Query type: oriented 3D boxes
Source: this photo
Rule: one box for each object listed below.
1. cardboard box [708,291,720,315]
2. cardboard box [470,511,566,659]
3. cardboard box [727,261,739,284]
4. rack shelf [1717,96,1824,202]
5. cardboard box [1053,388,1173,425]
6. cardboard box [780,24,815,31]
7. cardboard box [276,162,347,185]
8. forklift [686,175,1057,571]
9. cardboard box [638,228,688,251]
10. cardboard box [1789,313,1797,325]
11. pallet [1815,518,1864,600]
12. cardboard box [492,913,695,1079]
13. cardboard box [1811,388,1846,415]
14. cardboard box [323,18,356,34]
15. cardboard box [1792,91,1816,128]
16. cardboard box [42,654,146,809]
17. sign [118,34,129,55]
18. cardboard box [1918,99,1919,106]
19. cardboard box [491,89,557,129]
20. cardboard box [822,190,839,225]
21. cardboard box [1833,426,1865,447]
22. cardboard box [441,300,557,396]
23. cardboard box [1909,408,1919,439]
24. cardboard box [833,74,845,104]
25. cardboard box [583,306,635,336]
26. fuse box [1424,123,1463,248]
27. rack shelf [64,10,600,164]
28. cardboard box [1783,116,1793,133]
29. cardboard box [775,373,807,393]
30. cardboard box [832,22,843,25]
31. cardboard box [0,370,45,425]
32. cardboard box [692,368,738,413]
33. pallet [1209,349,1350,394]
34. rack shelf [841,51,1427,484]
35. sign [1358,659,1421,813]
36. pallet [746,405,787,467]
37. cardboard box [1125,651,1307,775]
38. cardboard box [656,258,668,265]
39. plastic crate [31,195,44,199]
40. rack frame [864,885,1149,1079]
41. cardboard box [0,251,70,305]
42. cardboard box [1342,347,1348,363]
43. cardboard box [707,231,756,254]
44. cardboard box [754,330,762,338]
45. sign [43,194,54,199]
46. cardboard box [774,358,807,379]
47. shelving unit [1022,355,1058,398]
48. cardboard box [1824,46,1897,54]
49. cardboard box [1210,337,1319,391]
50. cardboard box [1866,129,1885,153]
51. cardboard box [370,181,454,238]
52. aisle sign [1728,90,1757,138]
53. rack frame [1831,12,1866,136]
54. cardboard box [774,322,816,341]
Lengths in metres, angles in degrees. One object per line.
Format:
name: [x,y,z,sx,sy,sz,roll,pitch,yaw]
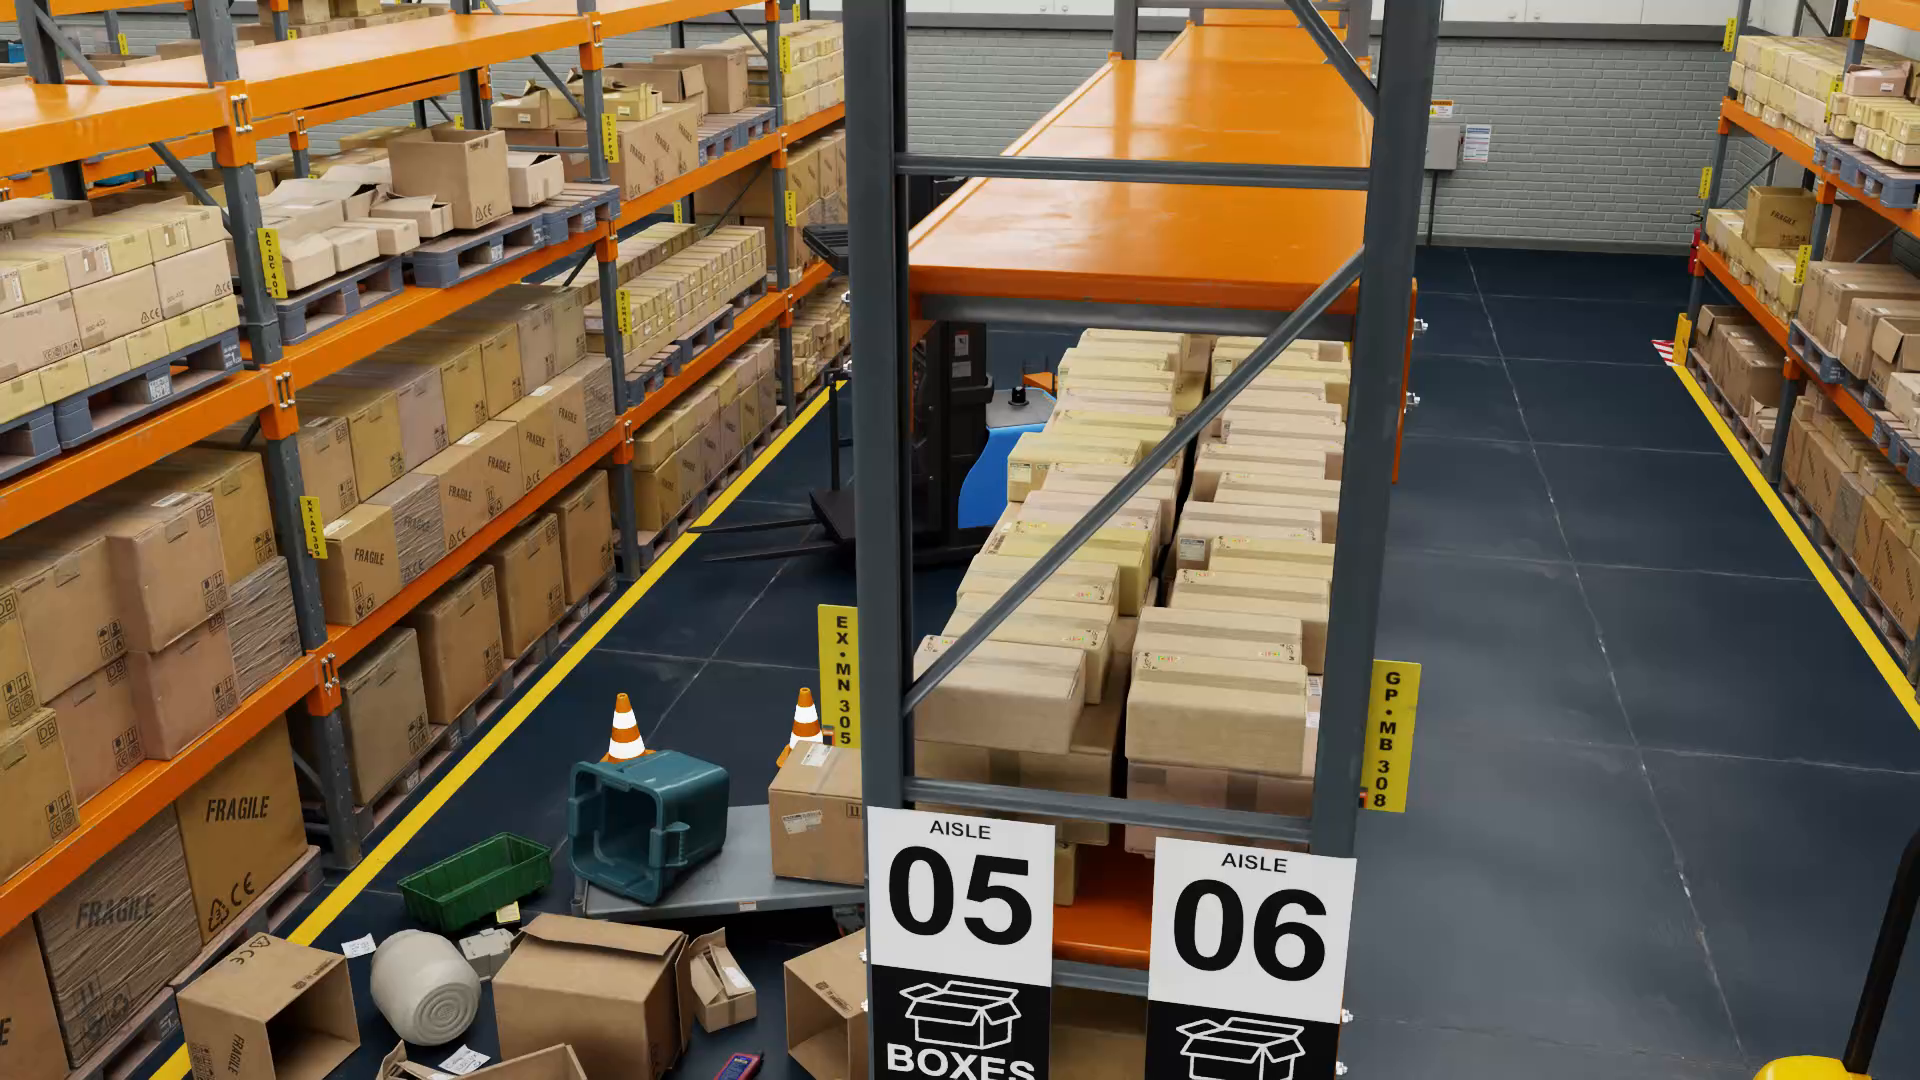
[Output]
cardboard box: [-2.271,-2.032,14.187,0.380,0.149,0.250,5,23,13]
cardboard box: [-3.324,0.257,11.180,1.050,0.750,0.750,5,22,12]
cardboard box: [-2.166,-2.359,14.601,0.380,0.149,0.250,4,22,9]
rack shelf: [8.014,-3.662,15.410,1.077,0.370,4.000,4,22,11]
cardboard box: [0.518,-0.398,5.611,0.380,0.149,0.250,4,22,10]
cardboard box: [-1.790,-5.505,18.021,0.380,0.149,0.250,4,22,11]
cardboard box: [-6.608,-3.577,17.050,0.500,0.500,0.500,4,22,11]
forklift: [-0.600,-1.287,12.657,3.031,2.935,1.130,-7,23,-17]
cardboard box: [-2.702,-2.733,15.133,0.380,0.149,0.250,5,22,12]
cardboard box: [7.424,-1.892,14.404,0.380,0.149,0.250,5,22,12]
pallet: [7.230,0.168,12.683,1.003,0.211,1.213,4,22,11]
cardboard box: [-1.640,2.056,7.425,0.797,0.637,0.503,4,22,11]
cardboard box: [7.266,-1.138,13.711,0.380,0.149,0.250,3,22,8]
cardboard box: [-6.741,-5.172,17.365,0.700,0.500,0.500,6,23,14]
cardboard box: [7.555,-3.719,14.391,0.500,0.250,0.500,4,22,9]
cardboard box: [-4.132,0.793,7.199,0.875,0.550,0.550,4,22,11]
sign: [-10.446,-6.153,20.771,0.100,0.325,0.005,4,22,11]
cardboard box: [7.628,-3.313,12.821,0.380,0.149,0.250,5,22,11]
cardboard box: [-3.109,-3.088,11.863,0.396,0.266,0.258,4,22,11]
cardboard box: [-1.541,-3.300,17.030,0.500,0.500,0.500,4,22,10]
cardboard box: [7.208,-0.795,13.259,0.380,0.149,0.250,4,22,10]
cardboard box: [-3.140,-1.289,11.098,0.700,0.500,0.500,4,22,10]
cardboard box: [6.548,-0.758,11.025,0.380,0.149,0.250,5,22,12]
cardboard box: [-1.439,-4.625,17.038,0.500,0.250,0.500,5,23,13]
cardboard box: [-2.652,-1.638,12.413,0.380,0.149,0.250,4,22,11]
fuse box: [6.717,-4.966,23.423,0.539,1.711,0.414,4,22,11]
rack shelf: [-3.345,-2.660,9.441,1.077,0.370,4.000,4,22,11]
cardboard box: [7.690,-3.766,15.042,0.380,0.149,0.250,5,22,11]
cardboard box: [-1.732,-1.571,16.525,0.380,0.149,0.250,3,22,9]
cardboard box: [-1.210,-5.564,18.166,0.380,0.149,0.250,5,22,12]
cardboard box: [-3.773,-0.557,6.377,0.380,0.149,0.250,4,22,10]
cardboard box: [-2.237,-1.301,14.378,0.500,0.250,0.500,3,22,9]
pallet: [1.344,-0.846,7.706,1.213,0.211,1.003,4,22,11]
rack shelf: [0.705,-1.040,4.889,1.077,0.370,4.000,4,22,11]
sign: [0.828,0.383,3.232,0.100,0.325,0.005,4,22,11]
pallet: [-2.278,-1.012,15.614,1.003,0.211,1.213,4,22,11]
cardboard box: [0.569,0.379,3.680,0.380,0.149,0.250,4,22,11]
cardboard box: [-2.807,-2.413,14.736,0.380,0.149,0.250,4,22,9]
plastic crate: [-11.126,-4.121,19.874,0.298,0.136,0.250,4,22,11]
rack frame: [0.297,2.139,4.059,1.000,3.000,0.127,4,22,11]
cardboard box: [-3.721,-1.022,6.464,0.380,0.149,0.250,5,22,11]
cardboard box: [1.287,-0.601,6.650,0.500,0.250,0.500,4,22,10]
cardboard box: [-2.065,-2.685,15.012,0.380,0.149,0.250,4,22,9]
cardboard box: [-2.246,-2.077,16.983,0.380,0.149,0.250,4,22,10]
sign: [-4.286,-1.480,7.914,0.100,0.325,0.005,4,22,11]
cardboard box: [-1.733,-1.709,16.468,0.380,0.149,0.250,5,23,13]
shelving unit: [0.748,-0.906,14.028,0.258,1.200,0.503,-11,24,-25]
cardboard box: [8.403,-4.464,15.572,0.500,0.250,0.500,5,22,11]
cardboard box: [1.144,-0.647,6.229,0.380,0.149,0.250,5,22,12]
cardboard box: [6.949,-2.936,12.285,0.380,0.149,0.250,4,22,10]
cardboard box: [-3.164,-1.903,9.563,0.396,0.266,0.258,4,22,11]
aisle sign: [8.149,-4.589,17.284,0.394,0.787,0.004,4,22,11]
rack frame: [7.606,-4.656,12.899,1.000,3.000,0.127,4,22,11]
cardboard box: [-1.699,-2.139,17.136,0.380,0.149,0.250,4,22,10]
